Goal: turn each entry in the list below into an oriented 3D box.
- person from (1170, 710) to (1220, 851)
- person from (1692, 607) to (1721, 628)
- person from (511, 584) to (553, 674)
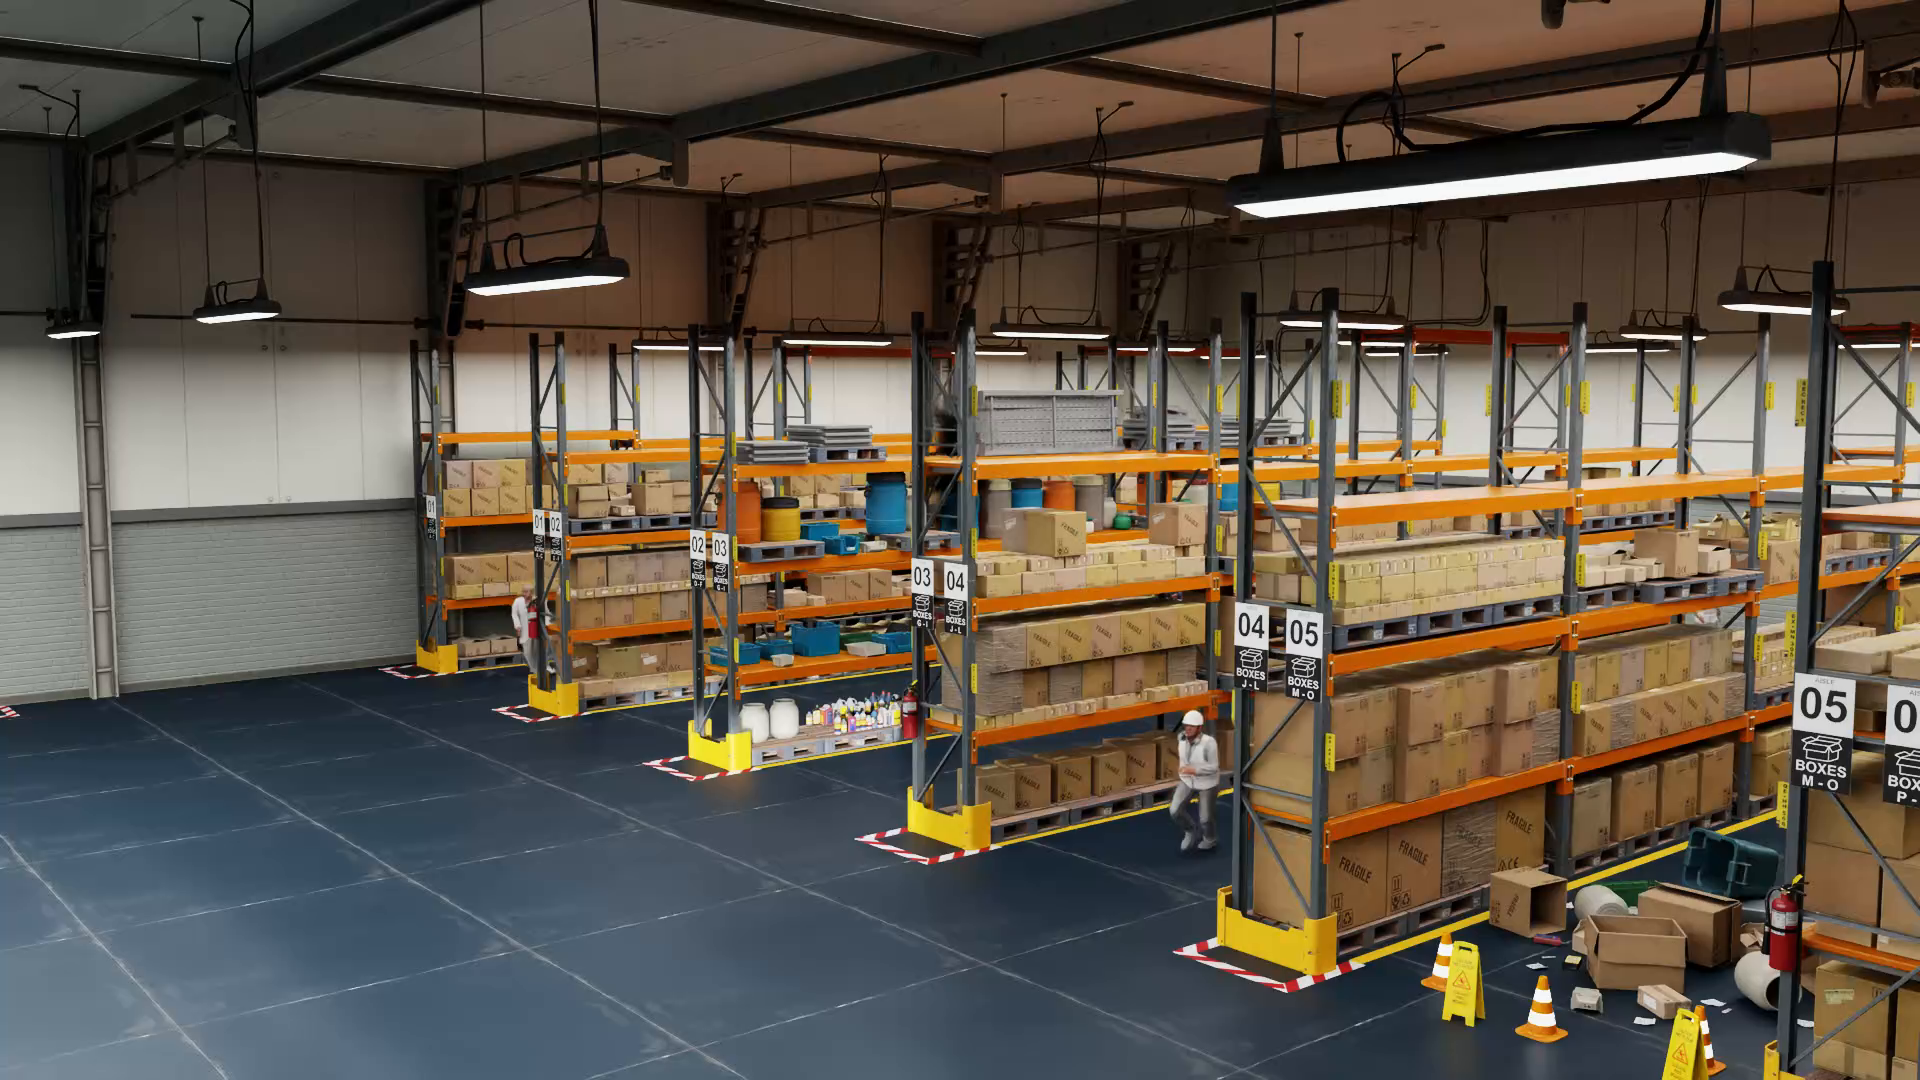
[{"bbox_3d":[2.597,2.644,18.232,0.652,1.643,0.961,4,6,33],"label":"person"},{"bbox_3d":[13.780,1.515,30.763,0.596,1.670,0.729,-1,5,-11],"label":"person"},{"bbox_3d":[-7.580,1.599,29.452,0.678,1.713,0.764,-1,5,-8],"label":"person"}]
